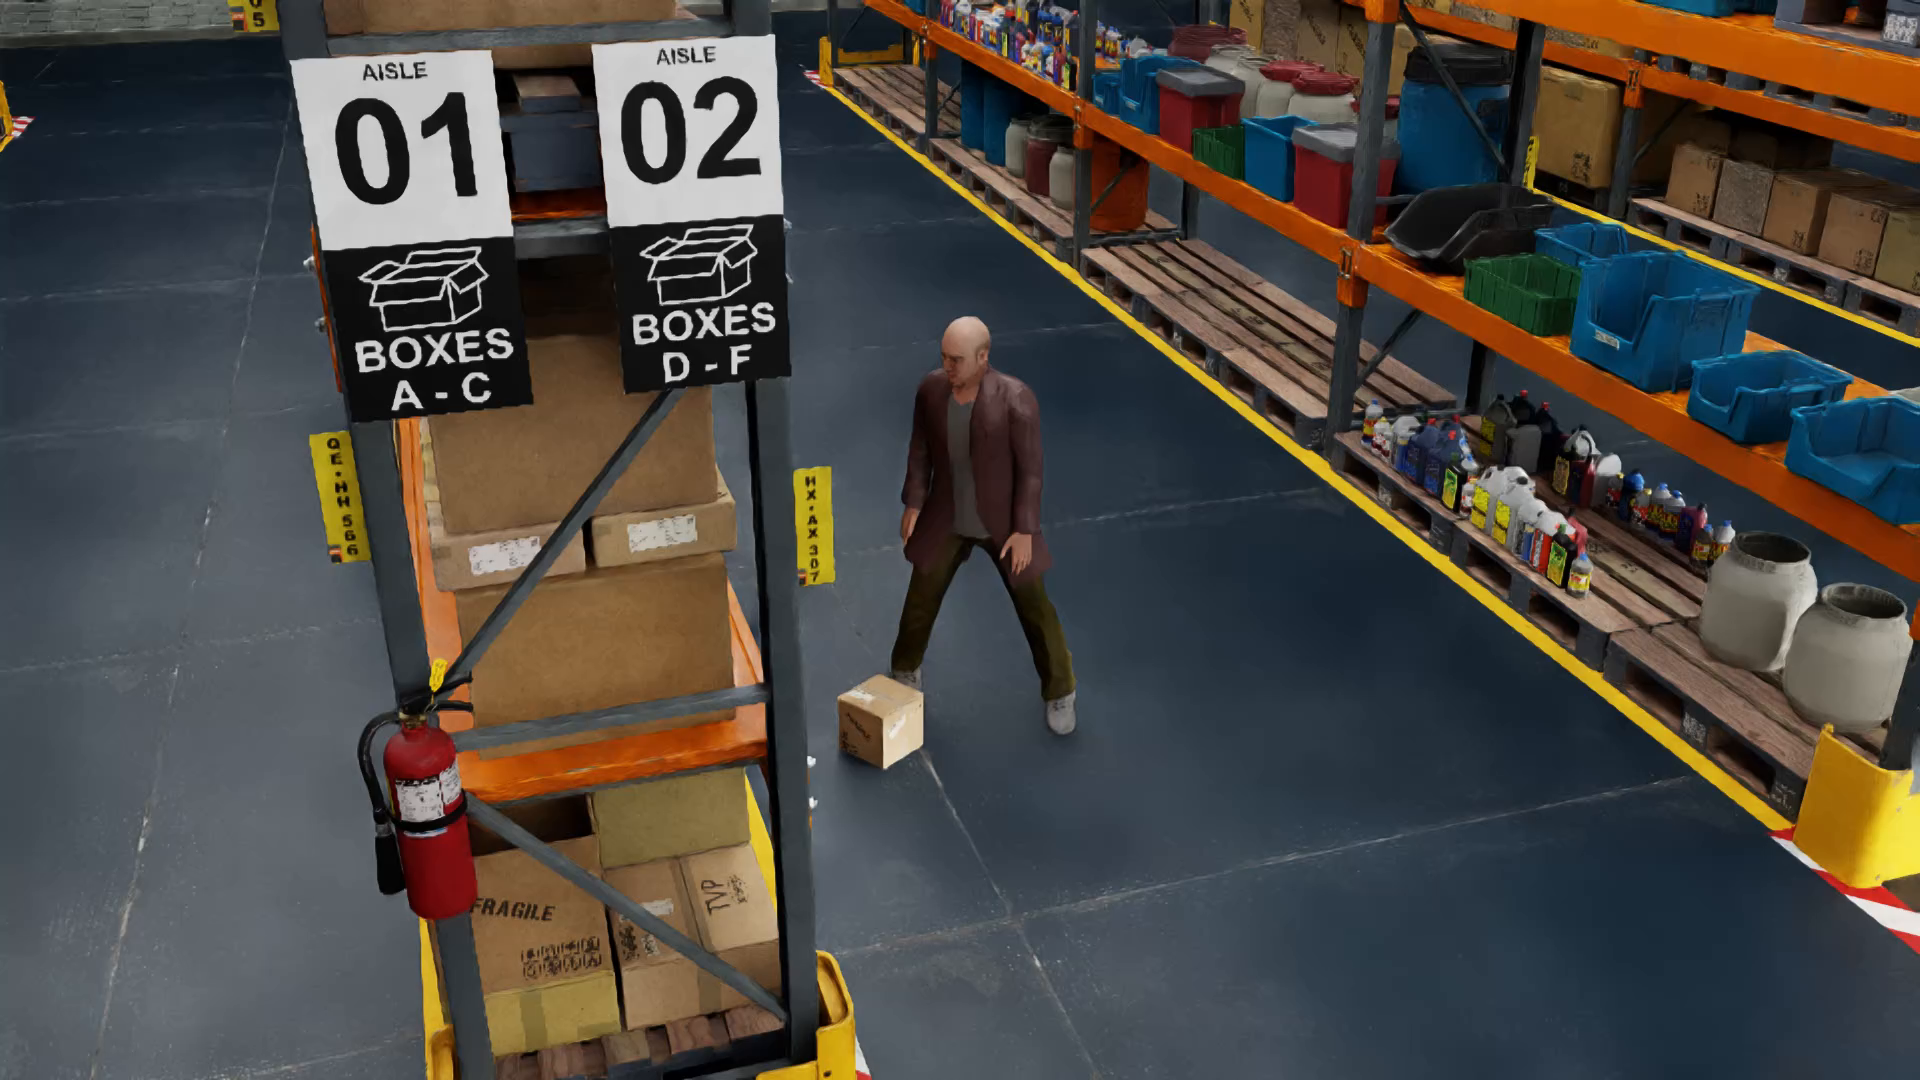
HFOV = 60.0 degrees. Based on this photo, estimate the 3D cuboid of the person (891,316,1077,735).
[{"bbox_3d":[0.089,-0.083,6.834,0.903,1.759,0.433,11,28,21],"label":"person"}]
